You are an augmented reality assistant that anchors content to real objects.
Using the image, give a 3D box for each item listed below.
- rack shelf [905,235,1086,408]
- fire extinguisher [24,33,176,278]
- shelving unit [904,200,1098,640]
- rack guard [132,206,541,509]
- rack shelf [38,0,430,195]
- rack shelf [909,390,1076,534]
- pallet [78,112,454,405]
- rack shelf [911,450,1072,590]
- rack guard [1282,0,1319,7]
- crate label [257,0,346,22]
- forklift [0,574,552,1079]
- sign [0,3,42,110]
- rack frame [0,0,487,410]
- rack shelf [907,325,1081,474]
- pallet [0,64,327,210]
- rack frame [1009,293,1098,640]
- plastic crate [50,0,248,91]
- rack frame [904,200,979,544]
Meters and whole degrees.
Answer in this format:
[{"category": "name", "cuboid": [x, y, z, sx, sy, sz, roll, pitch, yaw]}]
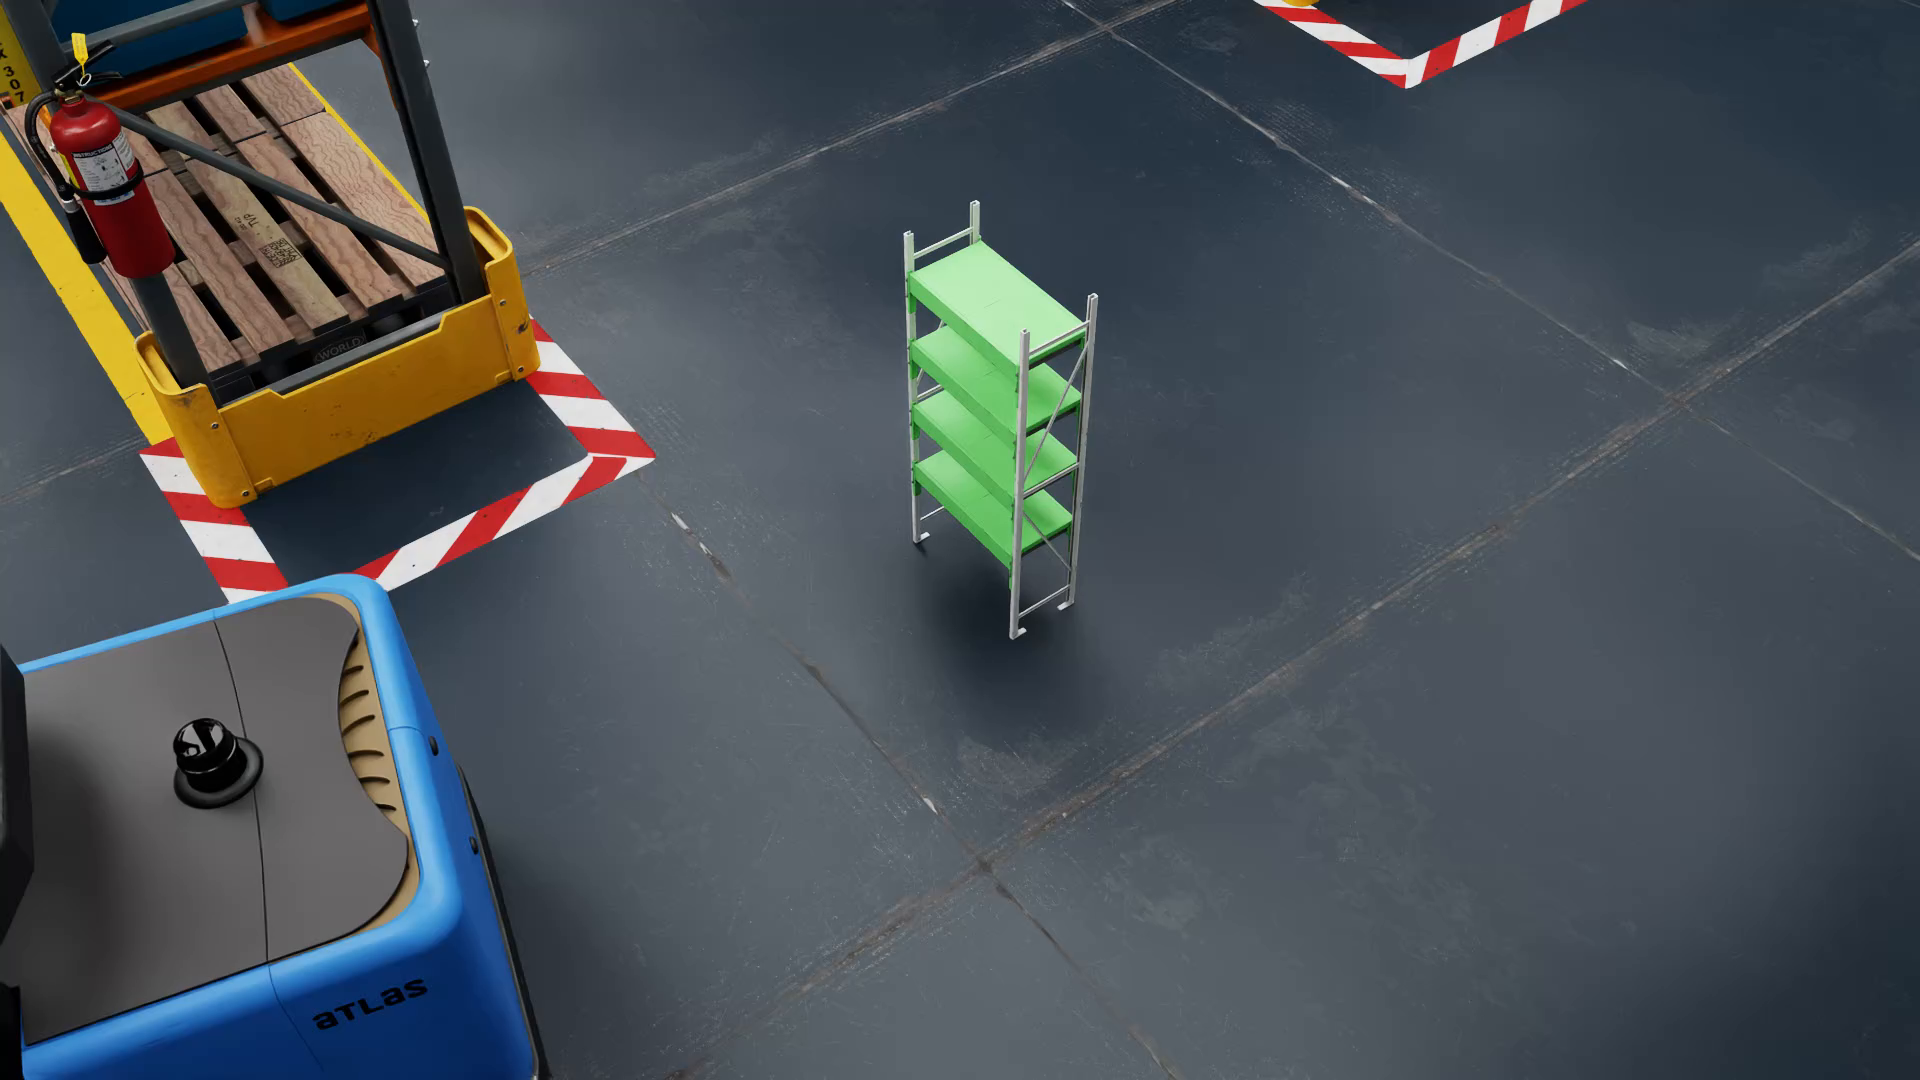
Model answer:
[{"category": "rack shelf", "cuboid": [0.100, -0.585, 4.409, 0.258, 0.148, 0.480, -29, 54, -24]}, {"category": "fire extinguisher", "cuboid": [-2.302, -1.015, 4.449, 0.296, 0.674, 0.183, -29, 54, -24]}, {"category": "shelving unit", "cuboid": [0.100, -0.305, 4.717, 0.258, 1.200, 0.503, -29, 54, -24]}, {"category": "rack guard", "cuboid": [-2.007, -0.611, 5.466, 1.175, 0.500, 0.348, -29, 54, -24]}, {"category": "rack shelf", "cuboid": [-3.243, -2.396, 5.883, 1.077, 0.370, 4.000, -29, 54, -24]}, {"category": "rack shelf", "cuboid": [0.100, -0.262, 4.764, 0.258, 0.148, 0.480, -29, 54, -24]}, {"category": "pallet", "cuboid": [-2.500, -1.026, 6.037, 1.003, 0.211, 1.213, -29, 54, -24]}, {"category": "rack shelf", "cuboid": [0.100, -0.101, 4.942, 0.258, 0.148, 0.480, -29, 54, -24]}, {"category": "rack guard", "cuboid": [1.867, -2.884, 7.527, 1.175, 0.500, 0.348, -29, 54, -24]}, {"category": "crate label", "cuboid": [-1.919, -1.716, 4.853, 0.416, 0.233, 0.303, -29, 54, -24]}, {"category": "forklift", "cuboid": [-2.514, 0.547, 2.776, 3.031, 2.935, 1.130, -17, 50, -15]}, {"category": "sign", "cuboid": [-2.460, -1.257, 4.255, 0.100, 0.325, 0.005, -29, 54, -24]}, {"category": "rack frame", "cuboid": [-2.032, -1.459, 4.548, 1.000, 3.000, 0.127, -29, 54, -24]}, {"category": "rack shelf", "cuboid": [0.100, -0.424, 4.587, 0.258, 0.148, 0.480, -29, 54, -24]}, {"category": "pallet", "cuboid": [-3.235, -1.745, 6.689, 1.003, 0.211, 1.213, -29, 54, -24]}, {"category": "rack frame", "cuboid": [0.248, -0.162, 4.587, 0.240, 1.200, 0.015, -29, 54, -24]}, {"category": "plastic crate", "cuboid": [-2.383, -1.604, 4.615, 0.616, 0.435, 0.499, -29, 54, -24]}, {"category": "rack frame", "cuboid": [-0.048, -0.449, 4.847, 0.240, 1.200, 0.015, -29, 54, -24]}]
